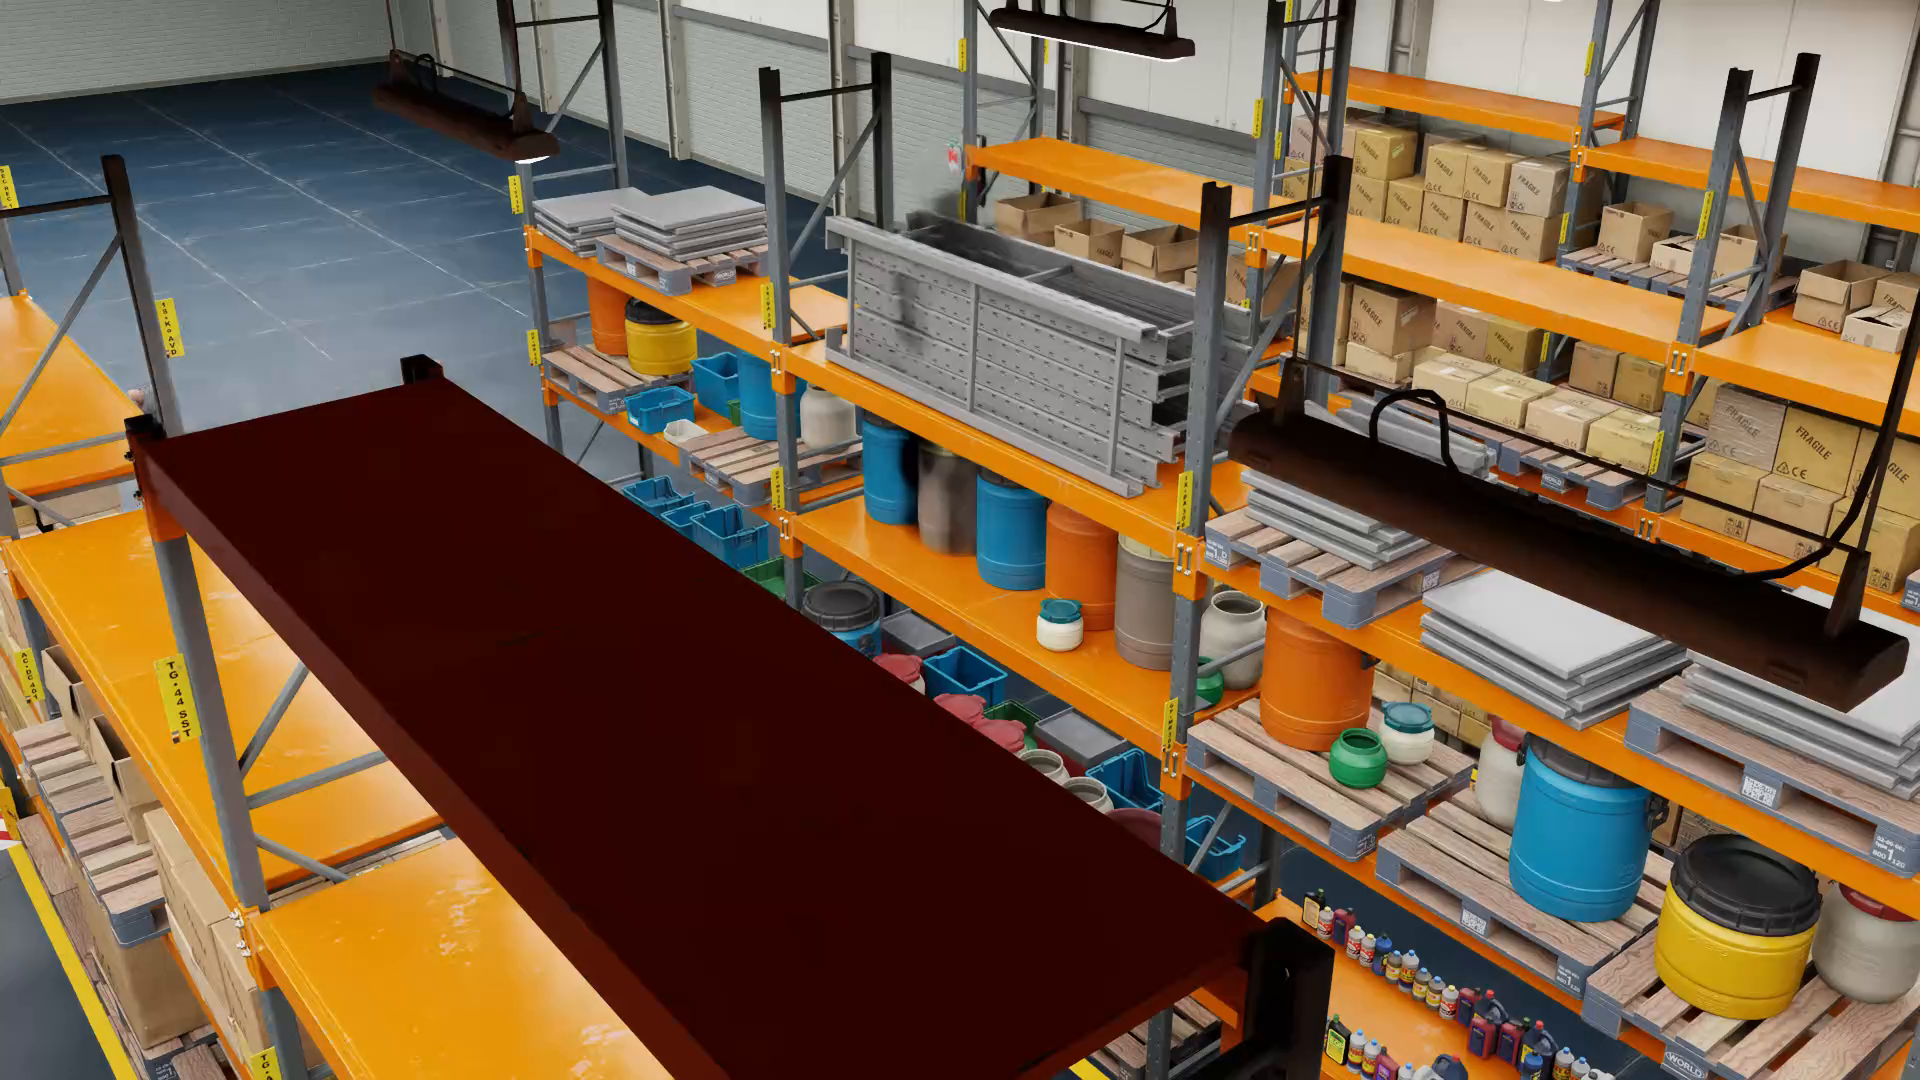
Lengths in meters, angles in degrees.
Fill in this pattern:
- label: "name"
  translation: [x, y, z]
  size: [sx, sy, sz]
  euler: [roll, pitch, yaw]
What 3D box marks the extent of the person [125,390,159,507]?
- label: "person"
  translation: [-8.728, -0.859, 18.137]
  size: [0.637, 1.675, 0.647]
  euler: [-9, 27, -17]
